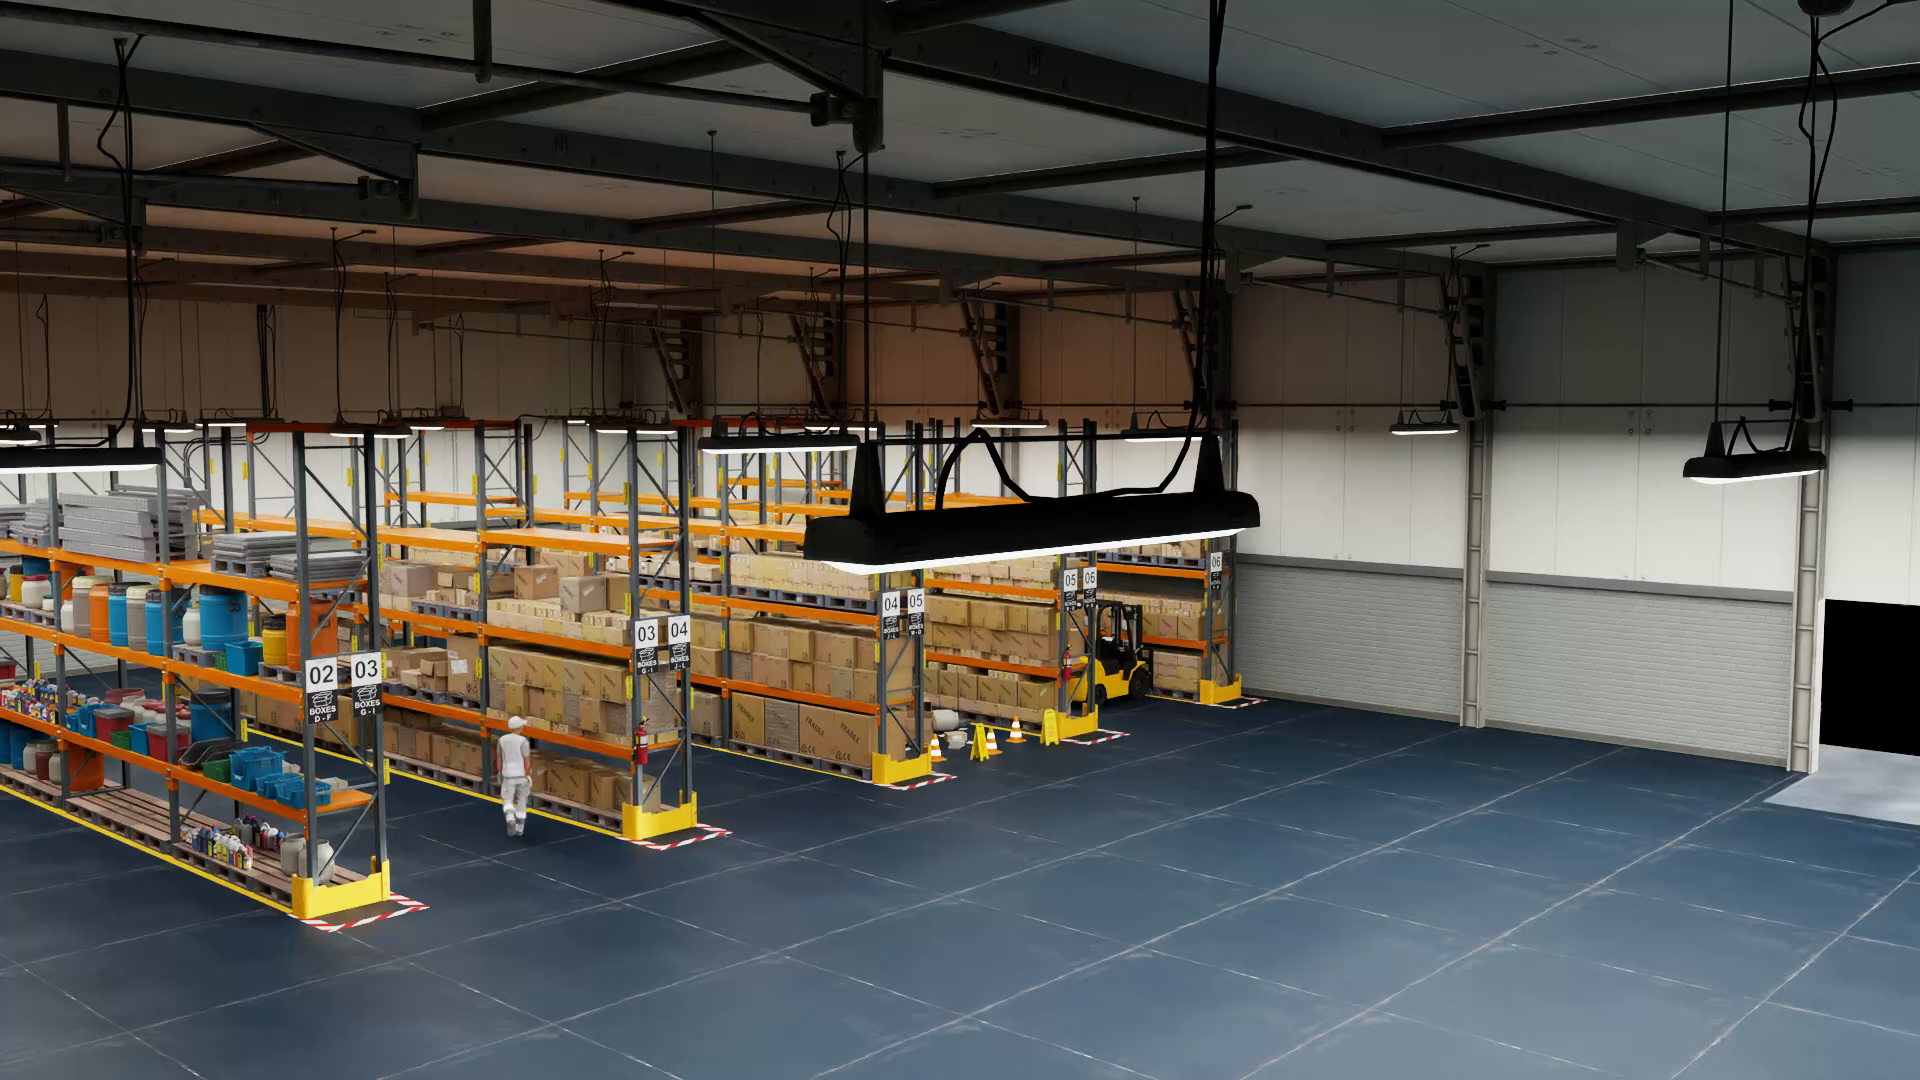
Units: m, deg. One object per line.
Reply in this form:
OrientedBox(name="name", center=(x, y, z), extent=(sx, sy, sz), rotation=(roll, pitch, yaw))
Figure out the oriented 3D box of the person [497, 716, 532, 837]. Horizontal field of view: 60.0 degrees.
OrientedBox(name="person", center=(-6.488, 3.454, 24.222), extent=(0.502, 1.780, 0.724), rotation=(-1, 5, -13))
